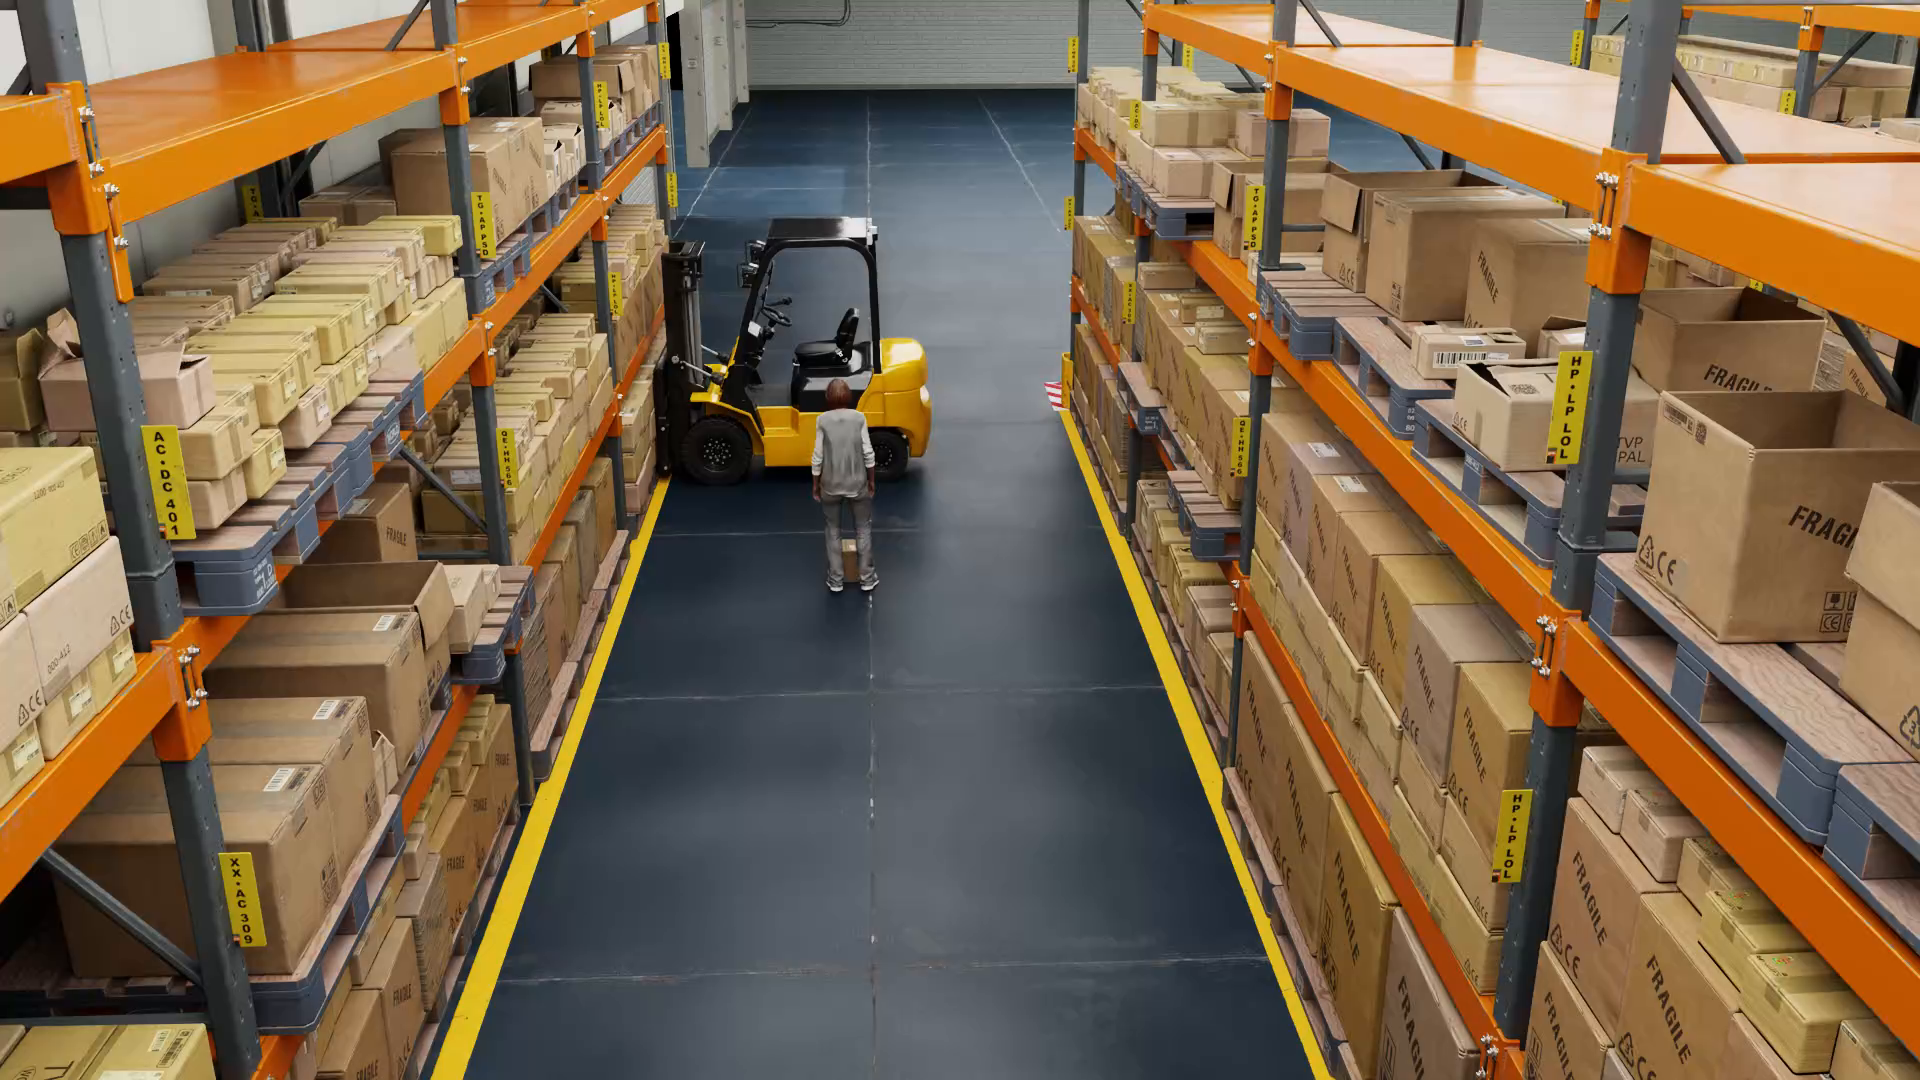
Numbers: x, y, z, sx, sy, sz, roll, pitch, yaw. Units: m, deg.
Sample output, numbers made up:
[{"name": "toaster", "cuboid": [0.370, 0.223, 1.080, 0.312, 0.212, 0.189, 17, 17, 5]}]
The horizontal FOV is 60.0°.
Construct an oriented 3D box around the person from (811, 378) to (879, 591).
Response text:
[{"name": "person", "cuboid": [-0.840, -0.387, 12.121, 0.483, 1.592, 0.347, -2, 21, -6]}]
